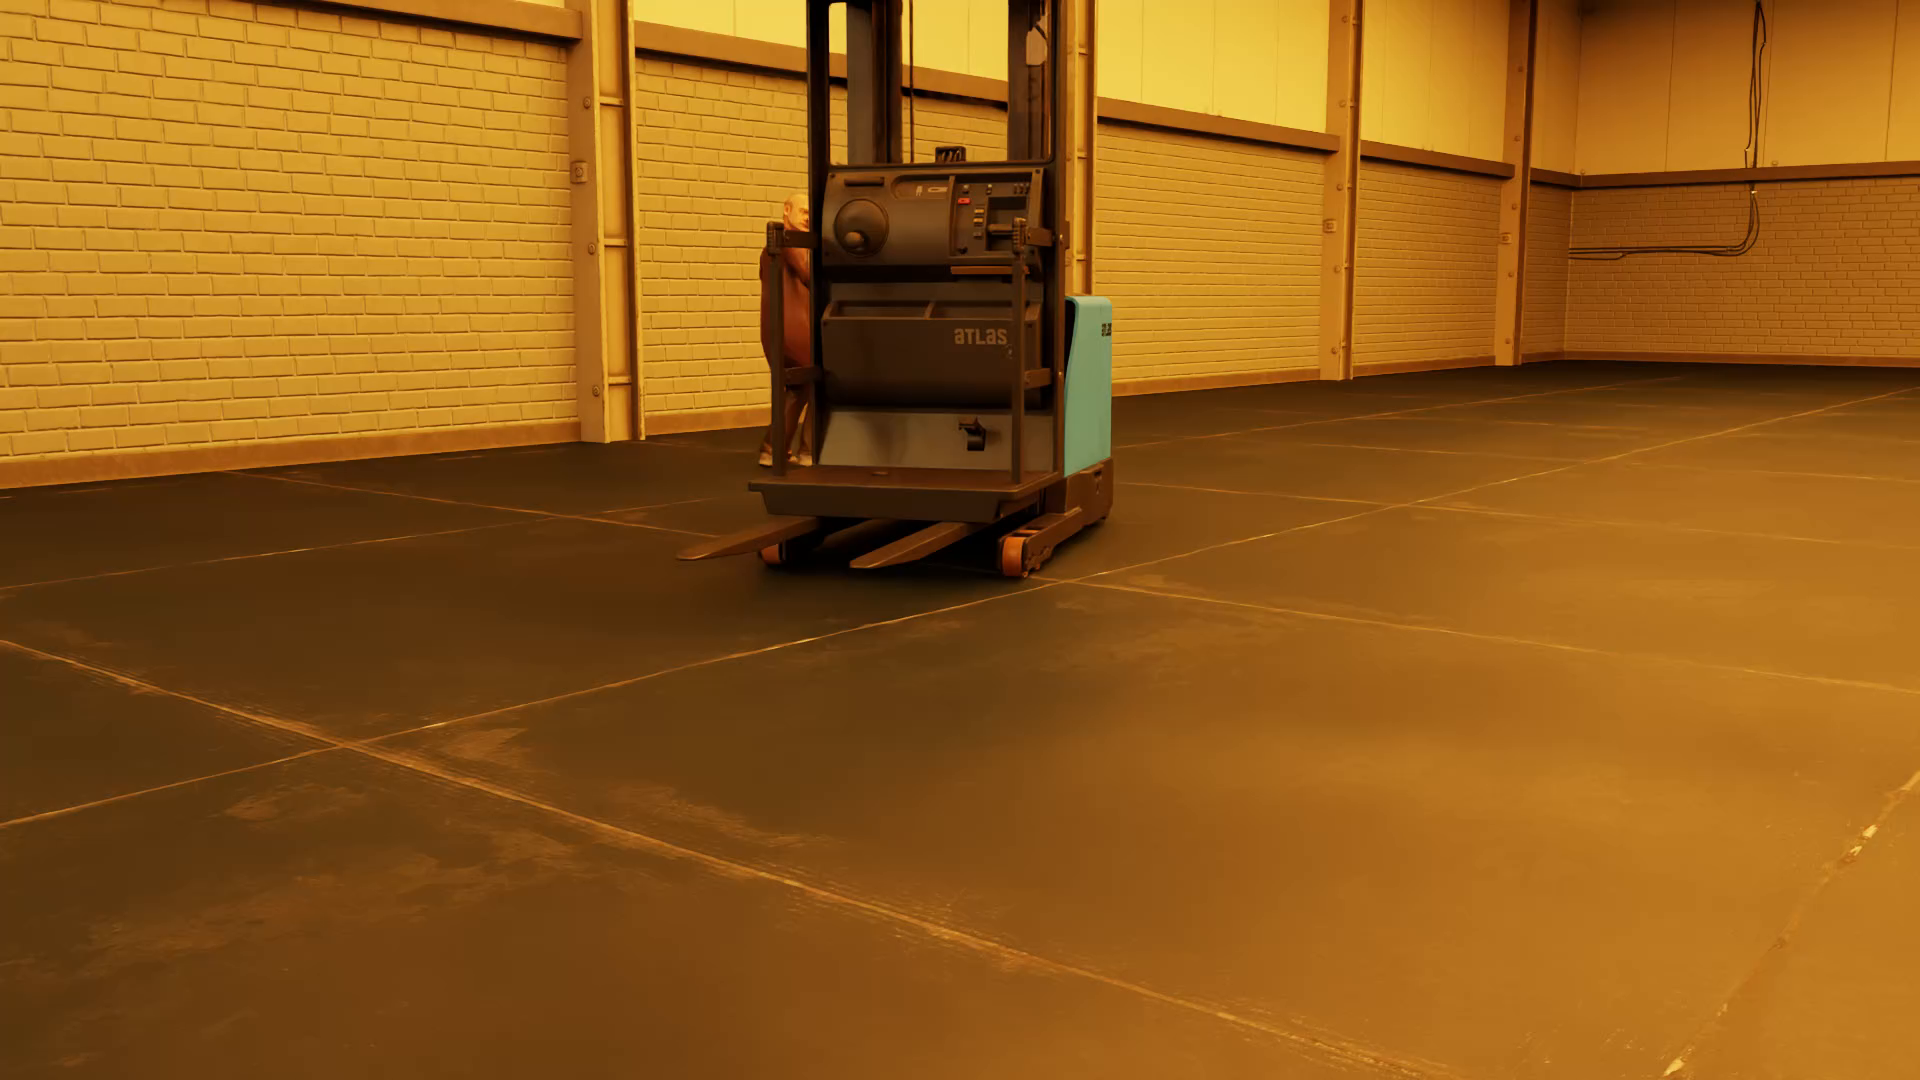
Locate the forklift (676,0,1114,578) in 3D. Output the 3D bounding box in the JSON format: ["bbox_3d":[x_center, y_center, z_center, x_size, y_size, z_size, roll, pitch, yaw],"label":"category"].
[{"bbox_3d":[-0.176,-1.366,6.616,1.130,2.935,3.031,3,9,17],"label":"forklift"}]

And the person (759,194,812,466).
[{"bbox_3d":[-0.987,-1.297,10.461,0.576,1.729,0.830,-5,10,-33],"label":"person"}]
